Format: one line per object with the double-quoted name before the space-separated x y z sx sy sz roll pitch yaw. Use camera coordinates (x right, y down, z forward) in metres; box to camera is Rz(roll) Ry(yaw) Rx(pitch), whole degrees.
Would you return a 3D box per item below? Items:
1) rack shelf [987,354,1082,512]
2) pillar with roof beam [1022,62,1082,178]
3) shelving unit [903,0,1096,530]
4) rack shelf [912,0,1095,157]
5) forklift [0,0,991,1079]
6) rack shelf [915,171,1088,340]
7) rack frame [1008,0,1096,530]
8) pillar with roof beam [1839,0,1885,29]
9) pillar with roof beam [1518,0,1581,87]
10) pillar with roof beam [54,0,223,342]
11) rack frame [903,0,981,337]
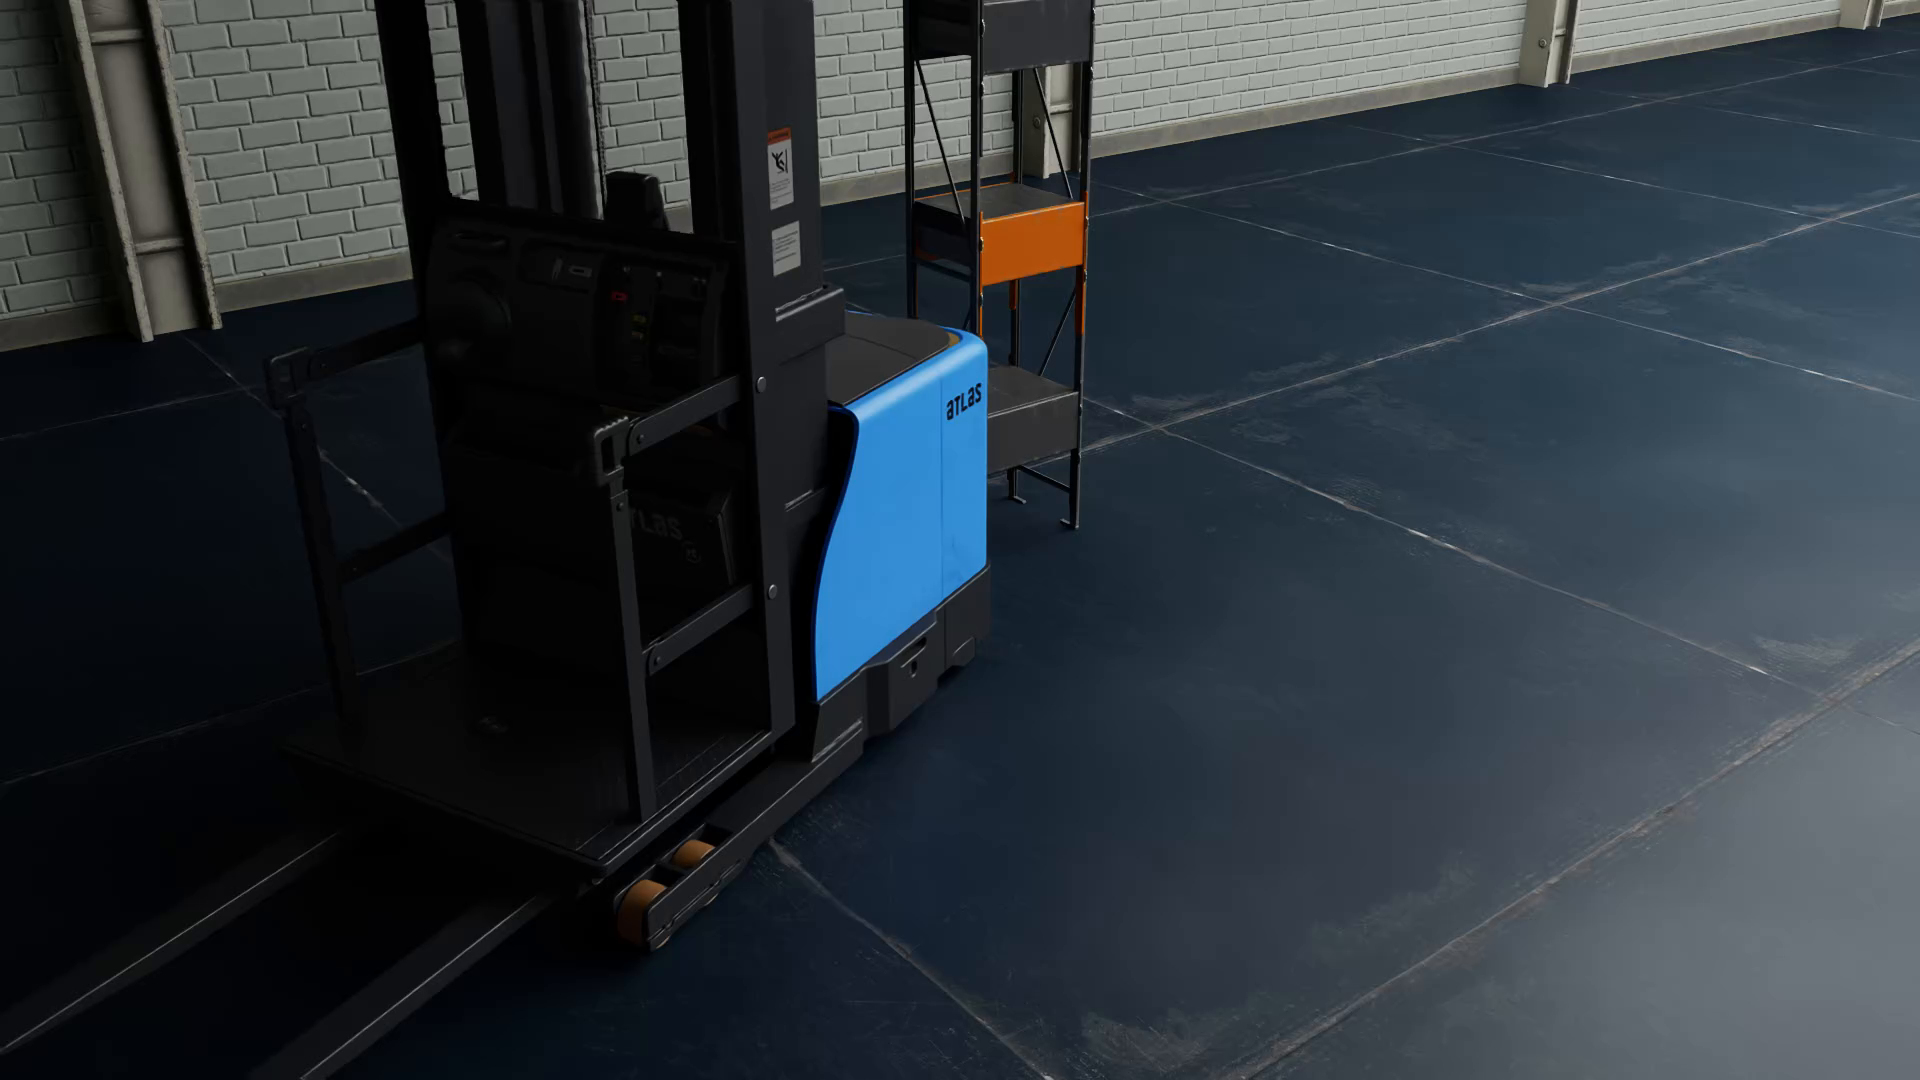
"rack shelf" 0.130 -0.348 6.201 0.480 0.518 0.431 -18 31 -34
"pillar with roof beam" 3.306 -5.314 7.011 0.400 9.000 9.100 -18 31 -34
"shelving unit" 0.130 -0.995 5.901 0.503 2.100 0.431 -18 31 -34
"rack shelf" 0.130 -1.618 5.612 0.480 0.518 0.431 -18 31 -34
"forklift" -1.059 -0.543 3.939 1.130 2.935 3.031 13 28 26
"rack shelf" 0.130 -0.983 5.906 0.480 0.518 0.431 -18 31 -34
"rack frame" 0.322 -1.059 6.037 0.015 2.100 0.400 -18 31 -34
"pillar with roof beam" 12.749 -8.431 13.728 0.400 9.000 9.100 -18 31 -34
"pillar with roof beam" 8.027 -6.873 10.369 0.400 9.000 9.100 -18 31 -34
"pillar with roof beam" -1.416 -3.756 3.653 0.400 9.000 9.100 -18 31 -34
"rack frame" -0.062 -0.932 5.764 0.015 2.100 0.400 -18 31 -34
